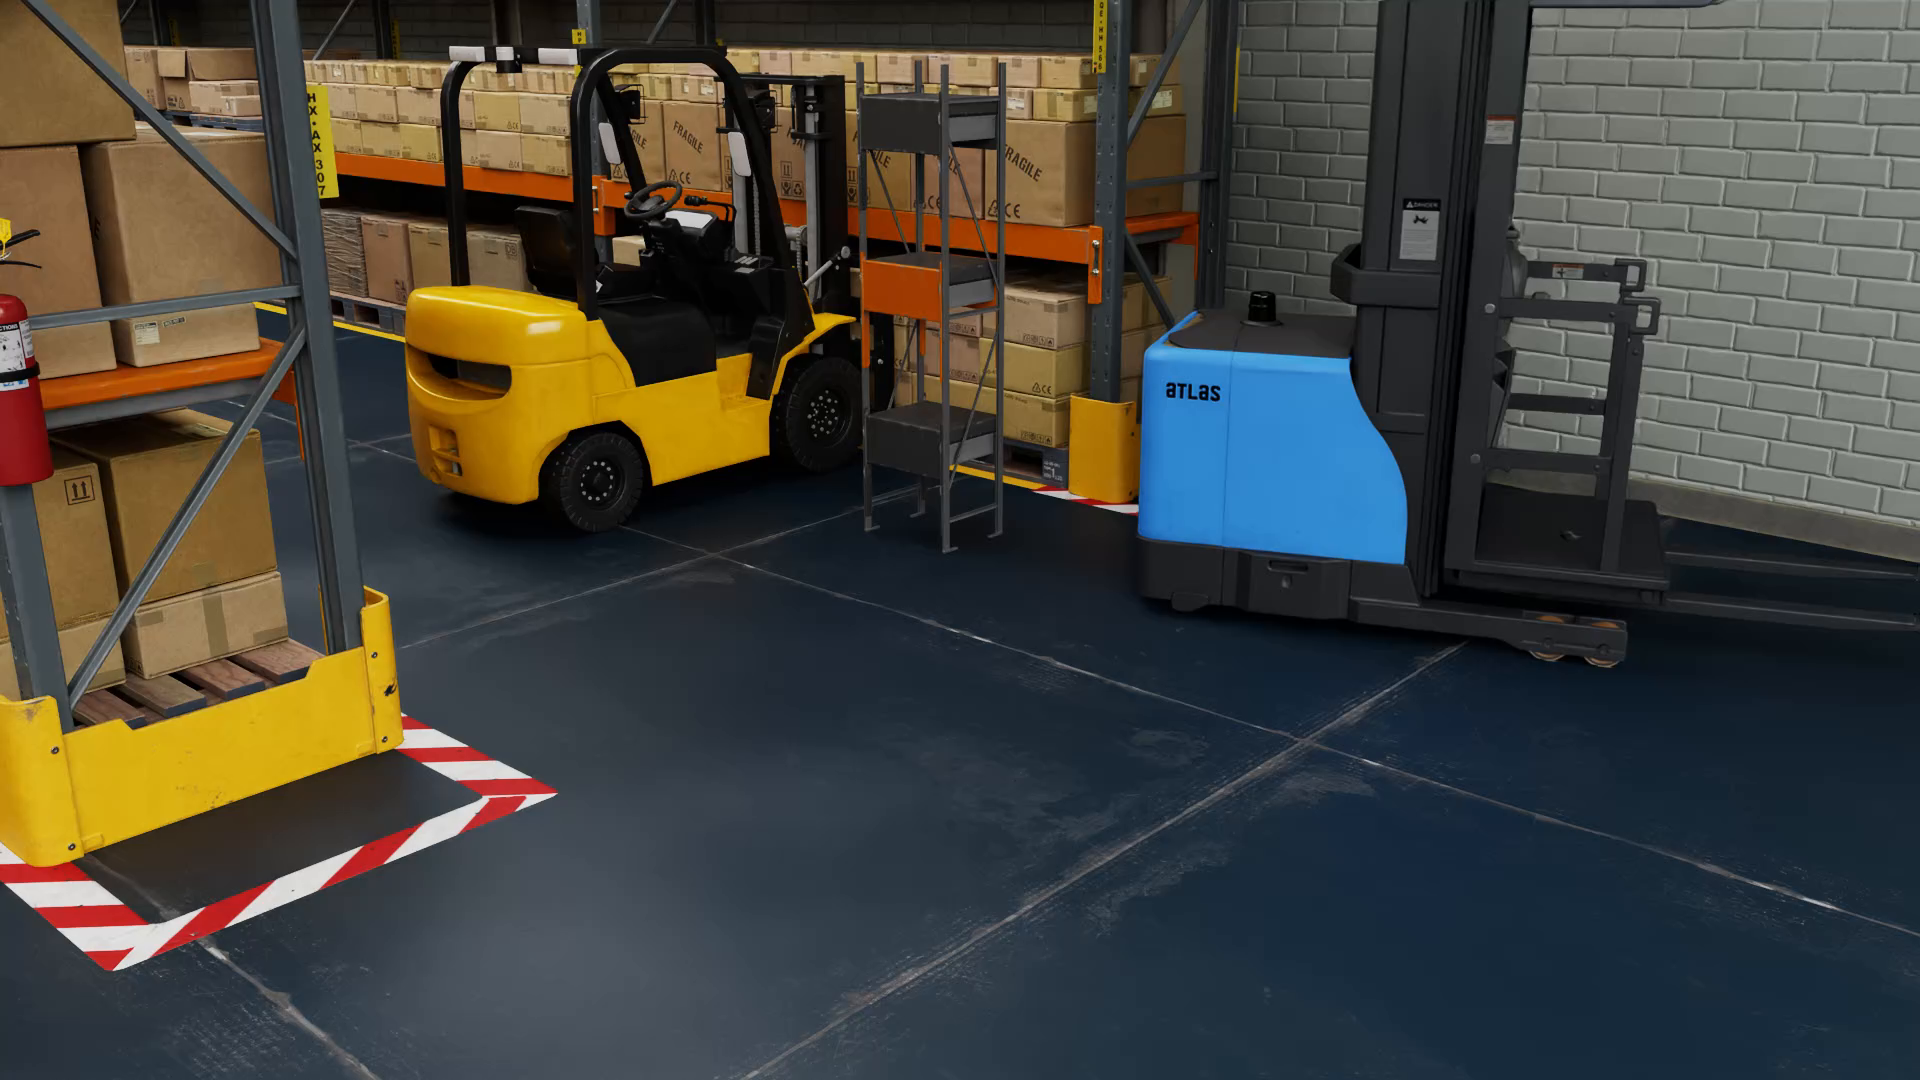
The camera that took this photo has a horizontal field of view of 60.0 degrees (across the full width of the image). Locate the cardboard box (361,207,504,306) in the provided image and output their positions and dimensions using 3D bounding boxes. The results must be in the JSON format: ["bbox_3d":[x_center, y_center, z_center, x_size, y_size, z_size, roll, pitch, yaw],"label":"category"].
[{"bbox_3d":[-4.015,-2.189,12.782,0.625,0.625,0.875,16,24,41],"label":"cardboard box"}]

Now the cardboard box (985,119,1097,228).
[{"bbox_3d":[0.474,-1.859,8.346,0.500,0.500,0.500,14,23,38],"label":"cardboard box"}]

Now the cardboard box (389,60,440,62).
[{"bbox_3d":[-4.166,-3.623,12.830,0.250,0.149,0.380,15,23,39],"label":"cardboard box"}]

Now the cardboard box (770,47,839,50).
[{"bbox_3d":[-0.940,-2.932,10.163,0.250,0.149,0.380,14,23,38],"label":"cardboard box"}]

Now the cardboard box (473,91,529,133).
[{"bbox_3d":[-2.901,-2.884,11.163,0.500,0.250,0.500,14,23,38],"label":"cardboard box"}]

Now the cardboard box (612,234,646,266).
[{"bbox_3d":[-1.821,-1.773,10.439,0.500,0.250,0.500,15,23,38],"label":"cardboard box"}]

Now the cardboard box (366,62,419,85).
[{"bbox_3d":[-4.102,-3.412,12.167,0.250,0.149,0.380,15,23,40],"label":"cardboard box"}]

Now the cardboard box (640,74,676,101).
[{"bbox_3d":[-1.716,-2.757,10.102,0.250,0.149,0.380,16,23,41],"label":"cardboard box"}]

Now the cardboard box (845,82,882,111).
[{"bbox_3d":[-0.404,-2.387,8.937,0.250,0.149,0.380,15,23,40],"label":"cardboard box"}]

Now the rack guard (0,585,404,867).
[{"bbox_3d":[-2.332,0.528,5.122,0.348,0.500,1.175,15,23,39],"label":"rack guard"}]

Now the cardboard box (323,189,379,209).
[{"bbox_3d":[-5.150,-2.872,14.067,0.250,0.149,0.380,17,24,42],"label":"cardboard box"}]

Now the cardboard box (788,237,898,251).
[{"bbox_3d":[-0.720,-1.683,10.156,0.500,0.250,0.500,15,23,40],"label":"cardboard box"}]

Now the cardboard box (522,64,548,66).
[{"bbox_3d":[-3.014,-3.319,11.874,0.250,0.149,0.380,15,23,39],"label":"cardboard box"}]

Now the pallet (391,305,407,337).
[{"bbox_3d":[-3.469,-1.630,12.399,1.213,0.211,1.003,15,23,39],"label":"pallet"}]

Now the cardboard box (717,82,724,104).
[{"bbox_3d":[-1.172,-2.592,9.581,0.250,0.149,0.380,15,23,39],"label":"cardboard box"}]

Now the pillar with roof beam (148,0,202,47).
[{"bbox_3d":[-10.738,-6.411,12.935,0.400,9.000,9.100,15,23,39],"label":"pillar with roof beam"}]

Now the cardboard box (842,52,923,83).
[{"bbox_3d":[-0.412,-2.529,8.891,0.250,0.149,0.380,16,23,40],"label":"cardboard box"}]

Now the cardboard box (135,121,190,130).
[{"bbox_3d":[-2.835,-1.099,5.459,0.500,0.500,0.500,16,24,41],"label":"cardboard box"}]

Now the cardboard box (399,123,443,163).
[{"bbox_3d":[-3.647,-2.854,11.894,0.500,0.250,0.500,16,24,41],"label":"cardboard box"}]

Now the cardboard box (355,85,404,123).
[{"bbox_3d":[-4.044,-3.191,12.129,0.500,0.250,0.500,14,23,38],"label":"cardboard box"}]

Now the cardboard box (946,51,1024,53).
[{"bbox_3d":[0.138,-2.597,9.106,0.250,0.149,0.380,16,24,41],"label":"cardboard box"}]

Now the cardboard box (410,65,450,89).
[{"bbox_3d":[-3.603,-3.236,11.612,0.250,0.149,0.380,14,23,38],"label":"cardboard box"}]

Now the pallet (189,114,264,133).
[{"bbox_3d":[-5.520,-3.407,13.706,1.003,0.211,1.213,15,23,39],"label":"pallet"}]

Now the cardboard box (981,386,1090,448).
[{"bbox_3d":[0.456,-0.685,8.661,0.500,0.250,0.500,15,23,40],"label":"cardboard box"}]

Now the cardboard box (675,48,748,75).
[{"bbox_3d":[-1.481,-2.862,9.940,0.250,0.149,0.380,14,23,38],"label":"cardboard box"}]

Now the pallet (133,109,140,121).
[{"bbox_3d":[-7.433,-3.905,15.274,1.213,0.211,1.003,15,23,39],"label":"pallet"}]

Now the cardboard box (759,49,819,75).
[{"bbox_3d":[-0.917,-2.702,9.438,0.250,0.149,0.380,15,23,39],"label":"cardboard box"}]

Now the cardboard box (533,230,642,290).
[{"bbox_3d":[-2.373,-1.746,11.385,0.625,0.625,0.875,16,24,42],"label":"cardboard box"}]

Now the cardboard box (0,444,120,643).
[{"bbox_3d":[-3.047,0.003,5.256,0.500,0.500,0.500,15,23,40],"label":"cardboard box"}]

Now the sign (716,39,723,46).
[{"bbox_3d":[-1.608,-3.151,11.021,0.005,0.325,0.100,15,23,39],"label":"sign"}]

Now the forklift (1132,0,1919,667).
[{"bbox_3d":[2.273,-1.108,6.258,3.031,2.935,1.130,6,19,18],"label":"forklift"}]

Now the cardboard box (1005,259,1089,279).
[{"bbox_3d":[0.407,-1.377,9.190,0.500,0.250,0.500,15,23,39],"label":"cardboard box"}]

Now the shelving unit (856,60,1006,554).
[{"bbox_3d":[-0.124,-1.034,7.399,0.503,2.100,0.431,15,23,39],"label":"shelving unit"}]

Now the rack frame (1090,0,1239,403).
[{"bbox_3d":[1.017,-1.772,8.237,0.127,3.000,1.000,15,23,39],"label":"rack frame"}]

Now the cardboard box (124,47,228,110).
[{"bbox_3d":[-6.771,-4.020,14.460,0.500,0.500,0.700,15,23,39],"label":"cardboard box"}]

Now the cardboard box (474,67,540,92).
[{"bbox_3d":[-3.016,-3.082,11.127,0.250,0.149,0.380,14,22,38],"label":"cardboard box"}]

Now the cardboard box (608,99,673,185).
[{"bbox_3d":[-1.816,-2.475,10.285,0.500,0.500,0.500,14,22,38],"label":"cardboard box"}]

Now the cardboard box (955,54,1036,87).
[{"bbox_3d":[0.190,-2.384,8.435,0.250,0.149,0.380,16,23,40],"label":"cardboard box"}]

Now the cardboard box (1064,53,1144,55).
[{"bbox_3d":[0.750,-2.454,8.656,0.250,0.149,0.380,16,24,41],"label":"cardboard box"}]

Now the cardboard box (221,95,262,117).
[{"bbox_3d":[-5.713,-3.504,13.415,0.250,0.149,0.380,16,23,40],"label":"cardboard box"}]

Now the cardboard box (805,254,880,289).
[{"bbox_3d":[-0.678,-1.464,9.464,0.500,0.250,0.500,14,23,38],"label":"cardboard box"}]

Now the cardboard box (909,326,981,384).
[{"bbox_3d":[0.077,-1.030,8.924,0.500,0.250,0.500,15,23,39],"label":"cardboard box"}]

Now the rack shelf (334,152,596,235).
[{"bbox_3d":[-3.471,-2.634,12.142,4.000,0.370,1.077,15,23,39],"label":"rack shelf"}]

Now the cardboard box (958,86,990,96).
[{"bbox_3d":[0.207,-2.246,8.491,0.250,0.149,0.380,16,23,40],"label":"cardboard box"}]

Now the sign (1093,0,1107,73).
[{"bbox_3d":[0.646,-2.317,7.648,0.005,0.325,0.100,15,23,39],"label":"sign"}]

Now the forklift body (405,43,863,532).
[{"bbox_3d":[-1.612,-1.336,8.264,1.214,2.155,2.313,15,23,39],"label":"forklift body"}]

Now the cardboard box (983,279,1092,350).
[{"bbox_3d":[0.465,-1.160,8.507,0.500,0.250,0.500,16,24,41],"label":"cardboard box"}]

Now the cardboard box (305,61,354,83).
[{"bbox_3d":[-4.723,-3.551,12.605,0.250,0.149,0.380,16,23,40],"label":"cardboard box"}]

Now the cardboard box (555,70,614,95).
[{"bbox_3d":[-2.378,-2.950,10.712,0.250,0.149,0.380,16,24,41],"label":"cardboard box"}]

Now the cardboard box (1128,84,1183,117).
[{"bbox_3d":[0.935,-2.256,8.523,0.250,0.149,0.380,14,23,38],"label":"cardboard box"}]

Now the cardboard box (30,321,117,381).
[{"bbox_3d":[-2.697,-0.555,4.818,0.250,0.149,0.380,16,24,41],"label":"cardboard box"}]

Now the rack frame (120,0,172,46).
[{"bbox_3d":[-7.958,-4.182,15.829,0.127,3.000,1.000,15,23,39],"label":"rack frame"}]

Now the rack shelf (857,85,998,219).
[{"bbox_3d":[-0.124,-1.688,7.191,0.480,0.518,0.431,15,23,39],"label":"rack shelf"}]

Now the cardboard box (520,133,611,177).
[{"bbox_3d":[-2.525,-2.546,10.922,0.500,0.250,0.500,16,23,40],"label":"cardboard box"}]

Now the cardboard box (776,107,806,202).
[{"bbox_3d":[-0.674,-2.167,9.315,0.500,0.500,0.500,15,23,40],"label":"cardboard box"}]

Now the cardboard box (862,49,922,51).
[{"bbox_3d":[-0.430,-2.756,9.607,0.250,0.149,0.380,16,24,41],"label":"cardboard box"}]
